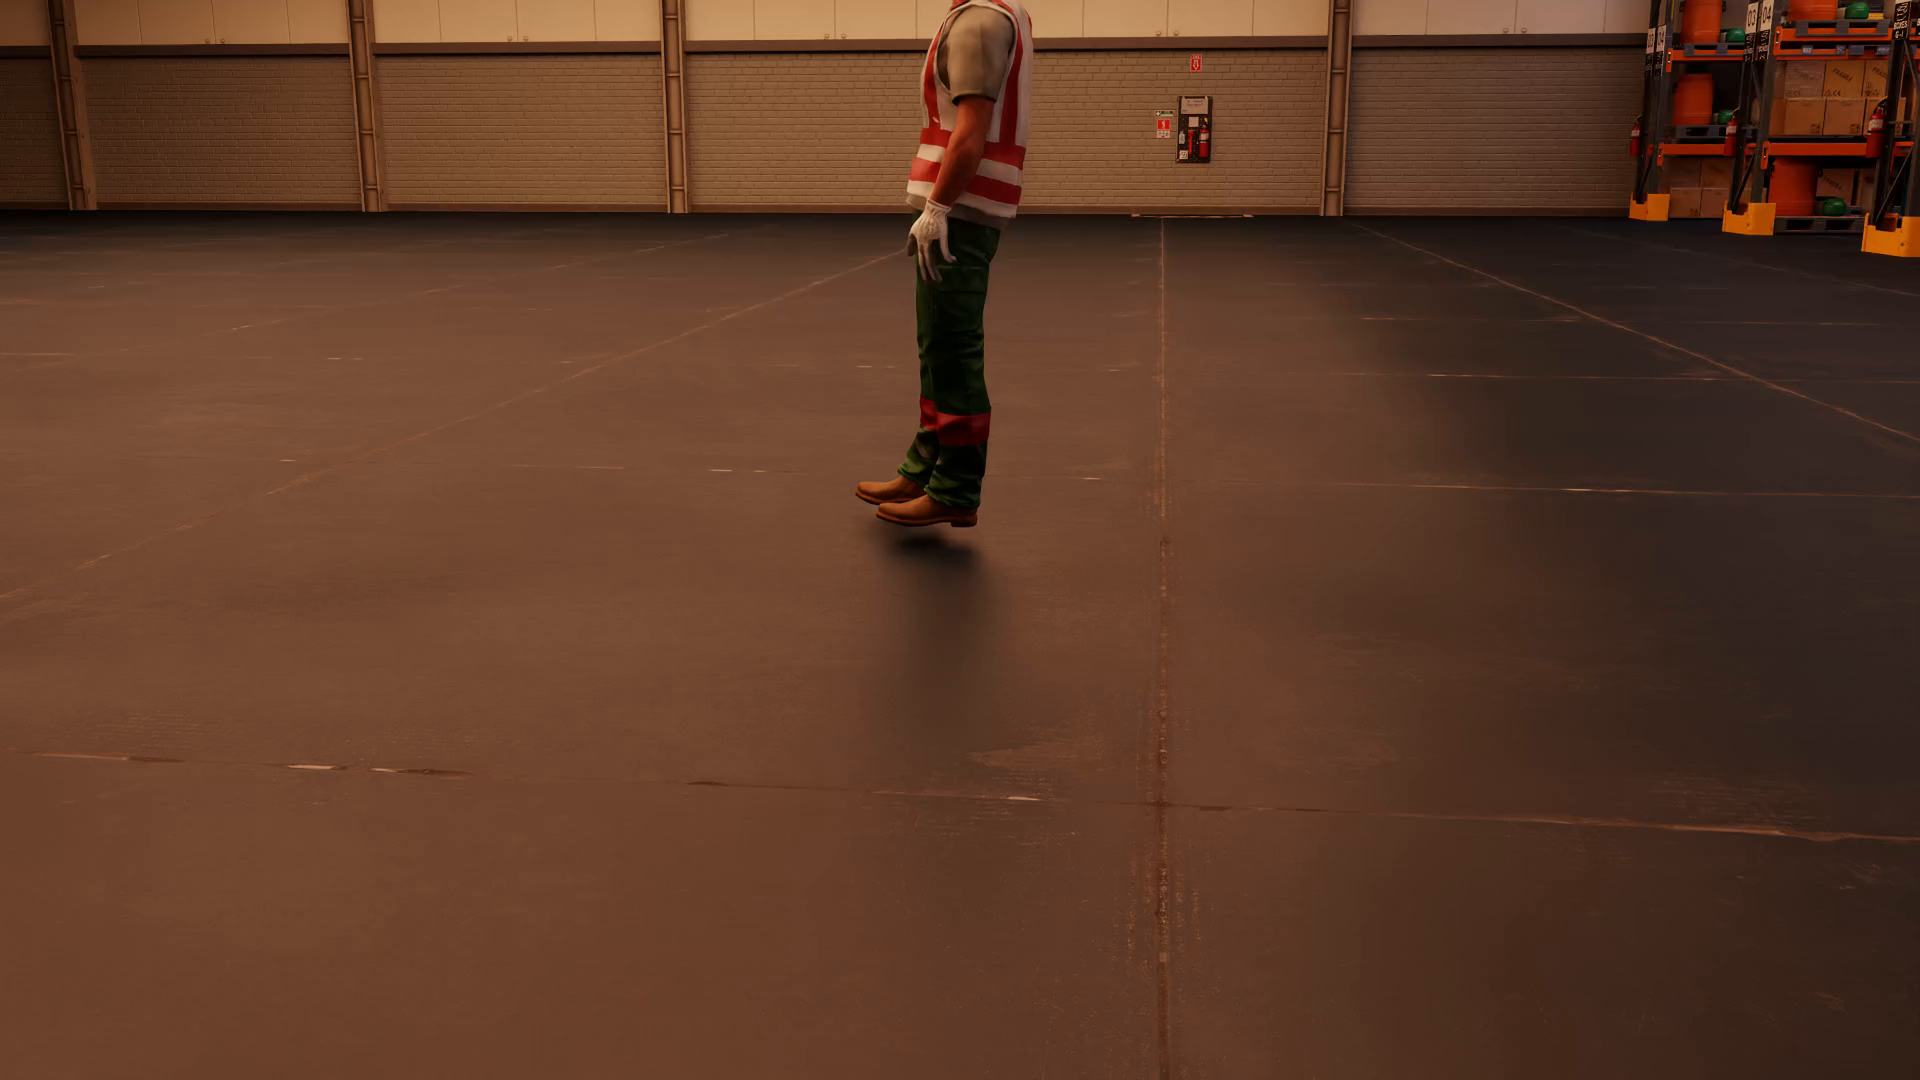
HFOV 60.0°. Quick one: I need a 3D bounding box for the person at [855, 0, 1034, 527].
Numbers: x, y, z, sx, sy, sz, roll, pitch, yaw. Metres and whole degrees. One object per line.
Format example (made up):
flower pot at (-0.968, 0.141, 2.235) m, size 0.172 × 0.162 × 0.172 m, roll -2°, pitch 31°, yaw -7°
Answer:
person at (-0.079, -0.921, 4.752) m, size 0.561 × 1.789 × 0.638 m, roll 2°, pitch 13°, yaw 7°
